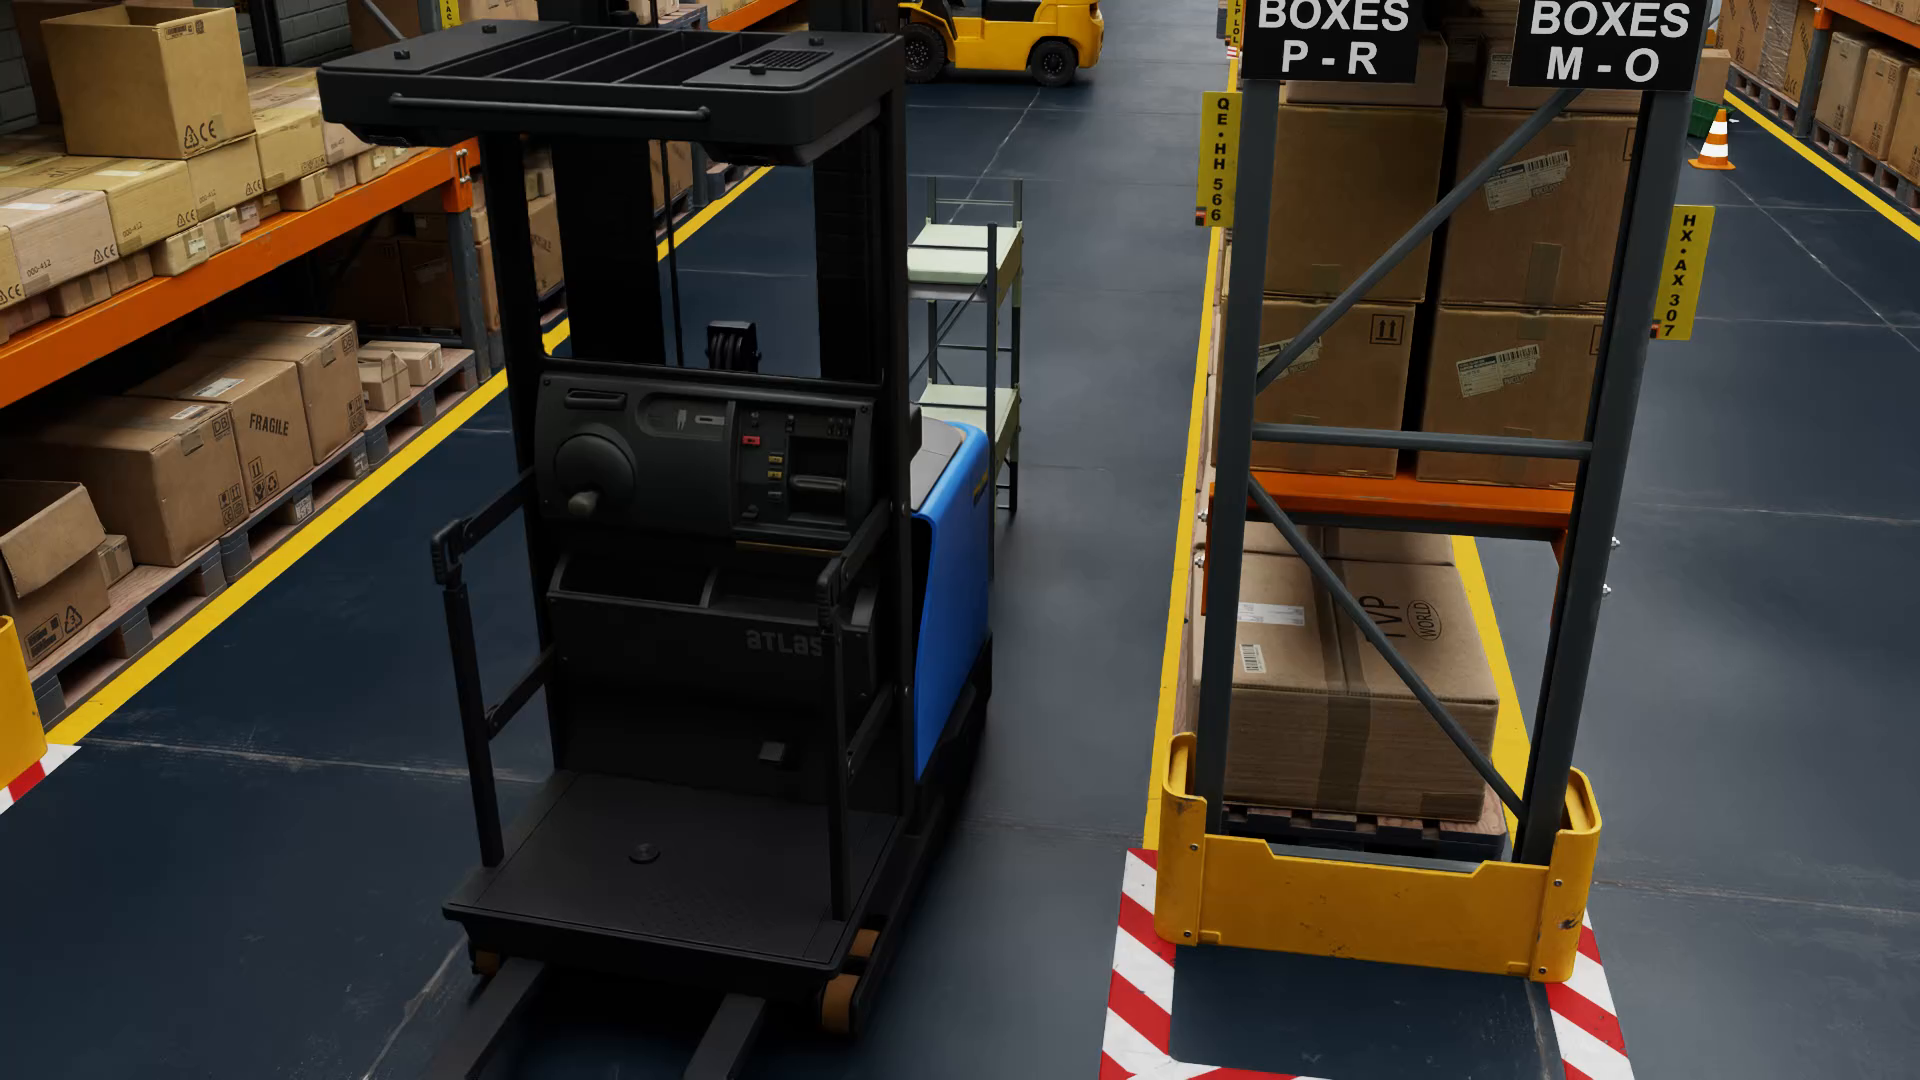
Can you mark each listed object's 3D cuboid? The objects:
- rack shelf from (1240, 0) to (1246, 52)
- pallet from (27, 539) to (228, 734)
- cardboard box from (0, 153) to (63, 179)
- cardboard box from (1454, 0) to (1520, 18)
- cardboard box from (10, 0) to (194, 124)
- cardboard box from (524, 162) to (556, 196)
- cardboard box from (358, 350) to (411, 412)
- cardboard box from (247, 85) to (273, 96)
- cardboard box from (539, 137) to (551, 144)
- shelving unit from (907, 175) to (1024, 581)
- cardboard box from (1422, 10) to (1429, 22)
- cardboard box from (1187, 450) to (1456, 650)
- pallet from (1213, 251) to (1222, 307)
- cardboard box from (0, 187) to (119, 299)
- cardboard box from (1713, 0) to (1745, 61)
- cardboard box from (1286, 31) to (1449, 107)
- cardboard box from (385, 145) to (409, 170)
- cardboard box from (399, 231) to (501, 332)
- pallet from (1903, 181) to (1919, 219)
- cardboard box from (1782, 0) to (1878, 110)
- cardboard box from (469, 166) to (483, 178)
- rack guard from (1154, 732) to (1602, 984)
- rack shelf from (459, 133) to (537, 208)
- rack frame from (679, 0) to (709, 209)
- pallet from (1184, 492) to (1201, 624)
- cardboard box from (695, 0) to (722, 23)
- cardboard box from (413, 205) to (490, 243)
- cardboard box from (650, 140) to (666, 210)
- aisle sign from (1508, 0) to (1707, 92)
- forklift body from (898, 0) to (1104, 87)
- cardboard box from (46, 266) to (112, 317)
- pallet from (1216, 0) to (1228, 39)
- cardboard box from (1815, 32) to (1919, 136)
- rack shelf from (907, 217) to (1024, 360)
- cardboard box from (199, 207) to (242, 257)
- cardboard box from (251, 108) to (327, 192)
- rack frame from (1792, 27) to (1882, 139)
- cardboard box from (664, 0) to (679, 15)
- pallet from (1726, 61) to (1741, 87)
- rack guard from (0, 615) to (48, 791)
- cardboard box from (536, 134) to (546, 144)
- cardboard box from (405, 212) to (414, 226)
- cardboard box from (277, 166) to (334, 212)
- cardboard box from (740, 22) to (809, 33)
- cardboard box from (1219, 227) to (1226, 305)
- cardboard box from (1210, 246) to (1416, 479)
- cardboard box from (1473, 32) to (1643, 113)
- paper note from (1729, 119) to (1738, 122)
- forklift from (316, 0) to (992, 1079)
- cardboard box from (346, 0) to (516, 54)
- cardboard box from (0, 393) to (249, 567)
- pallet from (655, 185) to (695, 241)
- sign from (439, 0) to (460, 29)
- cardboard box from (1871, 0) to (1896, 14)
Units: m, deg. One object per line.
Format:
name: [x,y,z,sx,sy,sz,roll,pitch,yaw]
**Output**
rack shelf: [1.490,-2.114,5.539,1.077,0.370,4.000,4,25,9]
pallet: [-3.593,0.310,6.338,1.003,0.211,1.213,4,25,9]
cardboard box: [-3.750,-1.287,6.288,0.500,0.250,0.500,5,26,10]
cardboard box: [1.648,-1.493,4.839,0.380,0.149,0.250,3,25,7]
cardboard box: [-3.586,-2.062,7.059,0.500,0.500,0.500,3,25,7]
cardboard box: [-2.651,-2.191,10.080,0.380,0.149,0.250,4,25,8]
cardboard box: [-2.940,-0.810,8.171,0.396,0.266,0.258,5,26,10]
cardboard box: [-3.503,-1.929,7.658,0.500,0.250,0.500,4,25,8]
cardboard box: [-2.502,-2.508,10.759,0.380,0.149,0.250,3,25,6]
shelving unit: [0.001,-0.682,6.938,0.431,1.500,0.755,4,25,9]
cardboard box: [1.757,-1.565,5.759,0.500,0.500,0.500,4,25,9]
cardboard box: [1.314,0.059,6.113,0.875,0.438,0.875,5,25,10]
pallet: [2.066,-1.495,10.194,1.003,0.211,1.213,4,25,9]
cardboard box: [-3.312,-1.036,5.751,0.500,0.250,0.500,4,25,9]
cardboard box: [8.632,-5.576,17.635,0.875,0.875,0.875,4,25,9]
cardboard box: [1.024,-1.201,4.215,0.380,0.149,0.250,4,25,9]
cardboard box: [-2.905,-1.885,8.036,0.380,0.149,0.250,5,25,10]
cardboard box: [-2.780,-1.505,9.381,0.500,0.500,0.500,5,26,11]
pallet: [7.574,-2.352,12.026,1.003,0.211,1.213,4,25,9]
cardboard box: [8.196,-4.449,15.228,0.875,0.875,0.875,4,25,9]
cardboard box: [-2.764,-1.991,9.302,0.380,0.149,0.250,3,25,6]
rack guard: [1.159,0.897,4.744,1.175,0.500,0.348,4,25,9]
rack shelf: [-2.754,-2.771,10.480,1.077,0.370,4.000,4,25,9]
rack frame: [-2.427,-3.933,12.115,1.000,3.000,0.127,4,25,9]
pallet: [1.418,0.169,6.639,1.003,0.211,1.213,4,25,9]
cardboard box: [-2.113,-4.034,12.507,0.500,0.250,0.500,4,25,9]
cardboard box: [-2.759,-1.744,9.125,0.380,0.149,0.250,5,26,11]
cardboard box: [-2.376,-2.591,11.700,0.500,0.500,0.500,4,25,8]
aisle sign: [1.438,-1.372,3.577,0.394,0.787,0.004,4,25,9]
forklift body: [0.370,-5.975,17.479,2.313,2.155,1.214,4,25,9]
cardboard box: [-3.304,-0.916,5.964,0.380,0.149,0.250,5,26,10]
pallet: [2.482,-3.810,12.077,1.213,0.211,1.003,4,25,9]
cardboard box: [8.012,-3.869,14.135,1.050,0.750,0.750,4,25,8]
rack shelf: [0.001,-1.036,6.773,0.431,0.370,0.720,4,25,9]
cardboard box: [-3.127,-1.239,6.655,0.380,0.149,0.250,5,25,10]
cardboard box: [-3.085,-1.679,7.125,0.500,0.250,0.500,4,25,8]
rack frame: [8.024,-4.963,14.315,1.000,3.000,0.127,4,25,9]
cardboard box: [-2.156,-3.708,11.435,0.380,0.149,0.250,4,25,9]
pallet: [8.625,-5.033,17.754,1.003,0.211,1.213,4,25,9]
rack guard: [-3.722,0.513,5.565,1.175,0.500,0.348,4,25,9]
cardboard box: [-2.982,-2.650,11.061,0.380,0.149,0.250,3,25,7]
cardboard box: [-3.267,-1.897,9.452,0.380,0.149,0.250,4,25,9]
cardboard box: [-3.007,-1.558,7.337,0.380,0.149,0.250,4,25,8]
cardboard box: [-1.847,-4.502,15.635,0.875,0.625,0.625,5,26,11]
cardboard box: [1.224,-1.152,6.055,0.500,0.500,0.500,5,26,10]
cardboard box: [0.981,-0.510,4.684,0.500,0.500,0.500,4,25,9]
cardboard box: [1.494,-1.166,4.141,0.380,0.149,0.250,5,25,10]
paper note: [7.241,-3.963,15.679,0.147,0.020,0.142,-14,29,-27]
forklift: [-0.728,-0.185,4.188,1.130,2.935,3.031,6,26,12]
cardboard box: [-2.781,-2.683,8.830,0.700,0.500,0.500,5,25,10]
cardboard box: [-3.363,-0.250,6.698,0.700,0.500,0.500,5,26,11]
pallet: [-2.586,-2.361,12.045,1.003,0.211,1.213,4,25,9]
sign: [-2.544,-2.618,8.284,0.100,0.325,0.005,4,25,9]
cardboard box: [7.507,-4.387,12.966,0.500,0.500,0.500,4,25,8]
